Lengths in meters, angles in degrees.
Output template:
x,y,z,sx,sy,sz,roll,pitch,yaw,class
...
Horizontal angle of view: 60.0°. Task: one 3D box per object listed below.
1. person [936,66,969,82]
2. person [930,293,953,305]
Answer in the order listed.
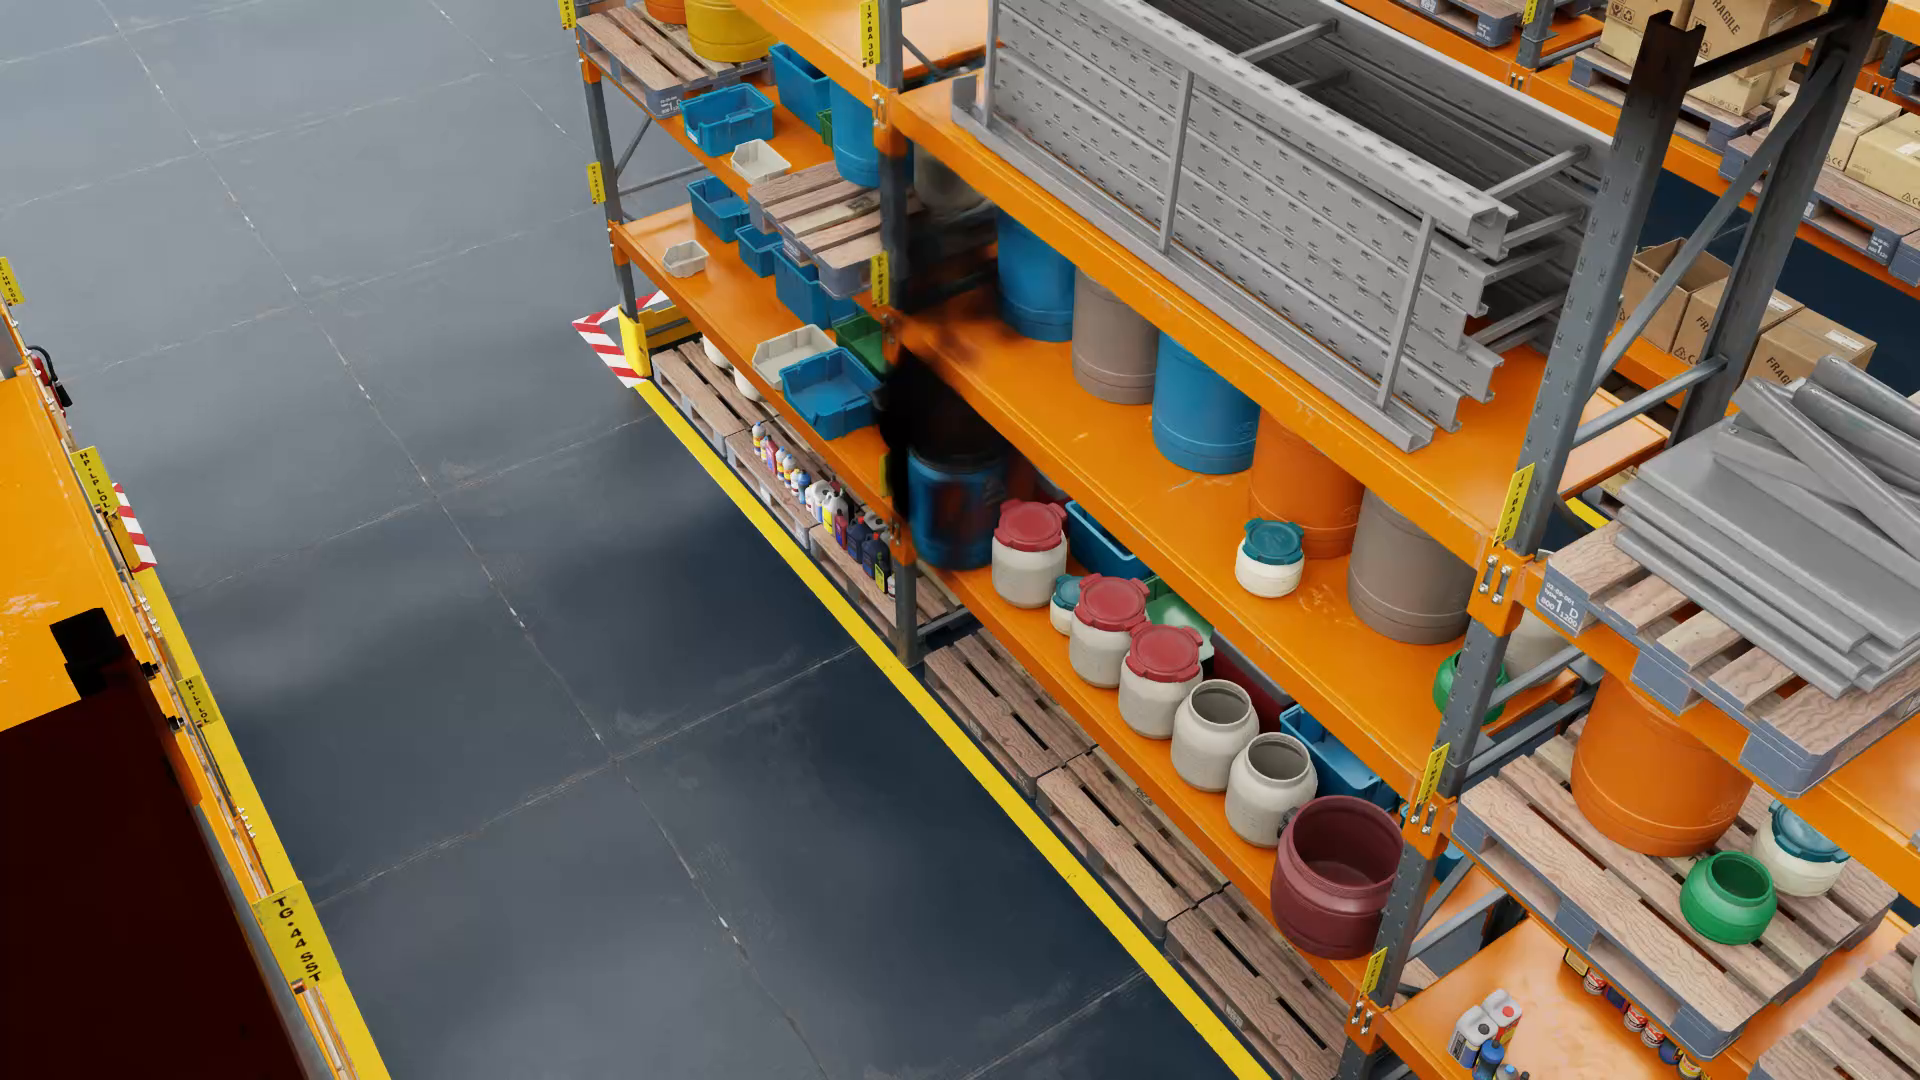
x,y,z,sx,sy,sz,roll,pitch,yaw,class
-0.169,-4.892,15.835,0.697,1.729,0.577,-8,43,-8,person
-0.249,-2.355,12.617,0.660,1.802,0.692,28,49,27,person
